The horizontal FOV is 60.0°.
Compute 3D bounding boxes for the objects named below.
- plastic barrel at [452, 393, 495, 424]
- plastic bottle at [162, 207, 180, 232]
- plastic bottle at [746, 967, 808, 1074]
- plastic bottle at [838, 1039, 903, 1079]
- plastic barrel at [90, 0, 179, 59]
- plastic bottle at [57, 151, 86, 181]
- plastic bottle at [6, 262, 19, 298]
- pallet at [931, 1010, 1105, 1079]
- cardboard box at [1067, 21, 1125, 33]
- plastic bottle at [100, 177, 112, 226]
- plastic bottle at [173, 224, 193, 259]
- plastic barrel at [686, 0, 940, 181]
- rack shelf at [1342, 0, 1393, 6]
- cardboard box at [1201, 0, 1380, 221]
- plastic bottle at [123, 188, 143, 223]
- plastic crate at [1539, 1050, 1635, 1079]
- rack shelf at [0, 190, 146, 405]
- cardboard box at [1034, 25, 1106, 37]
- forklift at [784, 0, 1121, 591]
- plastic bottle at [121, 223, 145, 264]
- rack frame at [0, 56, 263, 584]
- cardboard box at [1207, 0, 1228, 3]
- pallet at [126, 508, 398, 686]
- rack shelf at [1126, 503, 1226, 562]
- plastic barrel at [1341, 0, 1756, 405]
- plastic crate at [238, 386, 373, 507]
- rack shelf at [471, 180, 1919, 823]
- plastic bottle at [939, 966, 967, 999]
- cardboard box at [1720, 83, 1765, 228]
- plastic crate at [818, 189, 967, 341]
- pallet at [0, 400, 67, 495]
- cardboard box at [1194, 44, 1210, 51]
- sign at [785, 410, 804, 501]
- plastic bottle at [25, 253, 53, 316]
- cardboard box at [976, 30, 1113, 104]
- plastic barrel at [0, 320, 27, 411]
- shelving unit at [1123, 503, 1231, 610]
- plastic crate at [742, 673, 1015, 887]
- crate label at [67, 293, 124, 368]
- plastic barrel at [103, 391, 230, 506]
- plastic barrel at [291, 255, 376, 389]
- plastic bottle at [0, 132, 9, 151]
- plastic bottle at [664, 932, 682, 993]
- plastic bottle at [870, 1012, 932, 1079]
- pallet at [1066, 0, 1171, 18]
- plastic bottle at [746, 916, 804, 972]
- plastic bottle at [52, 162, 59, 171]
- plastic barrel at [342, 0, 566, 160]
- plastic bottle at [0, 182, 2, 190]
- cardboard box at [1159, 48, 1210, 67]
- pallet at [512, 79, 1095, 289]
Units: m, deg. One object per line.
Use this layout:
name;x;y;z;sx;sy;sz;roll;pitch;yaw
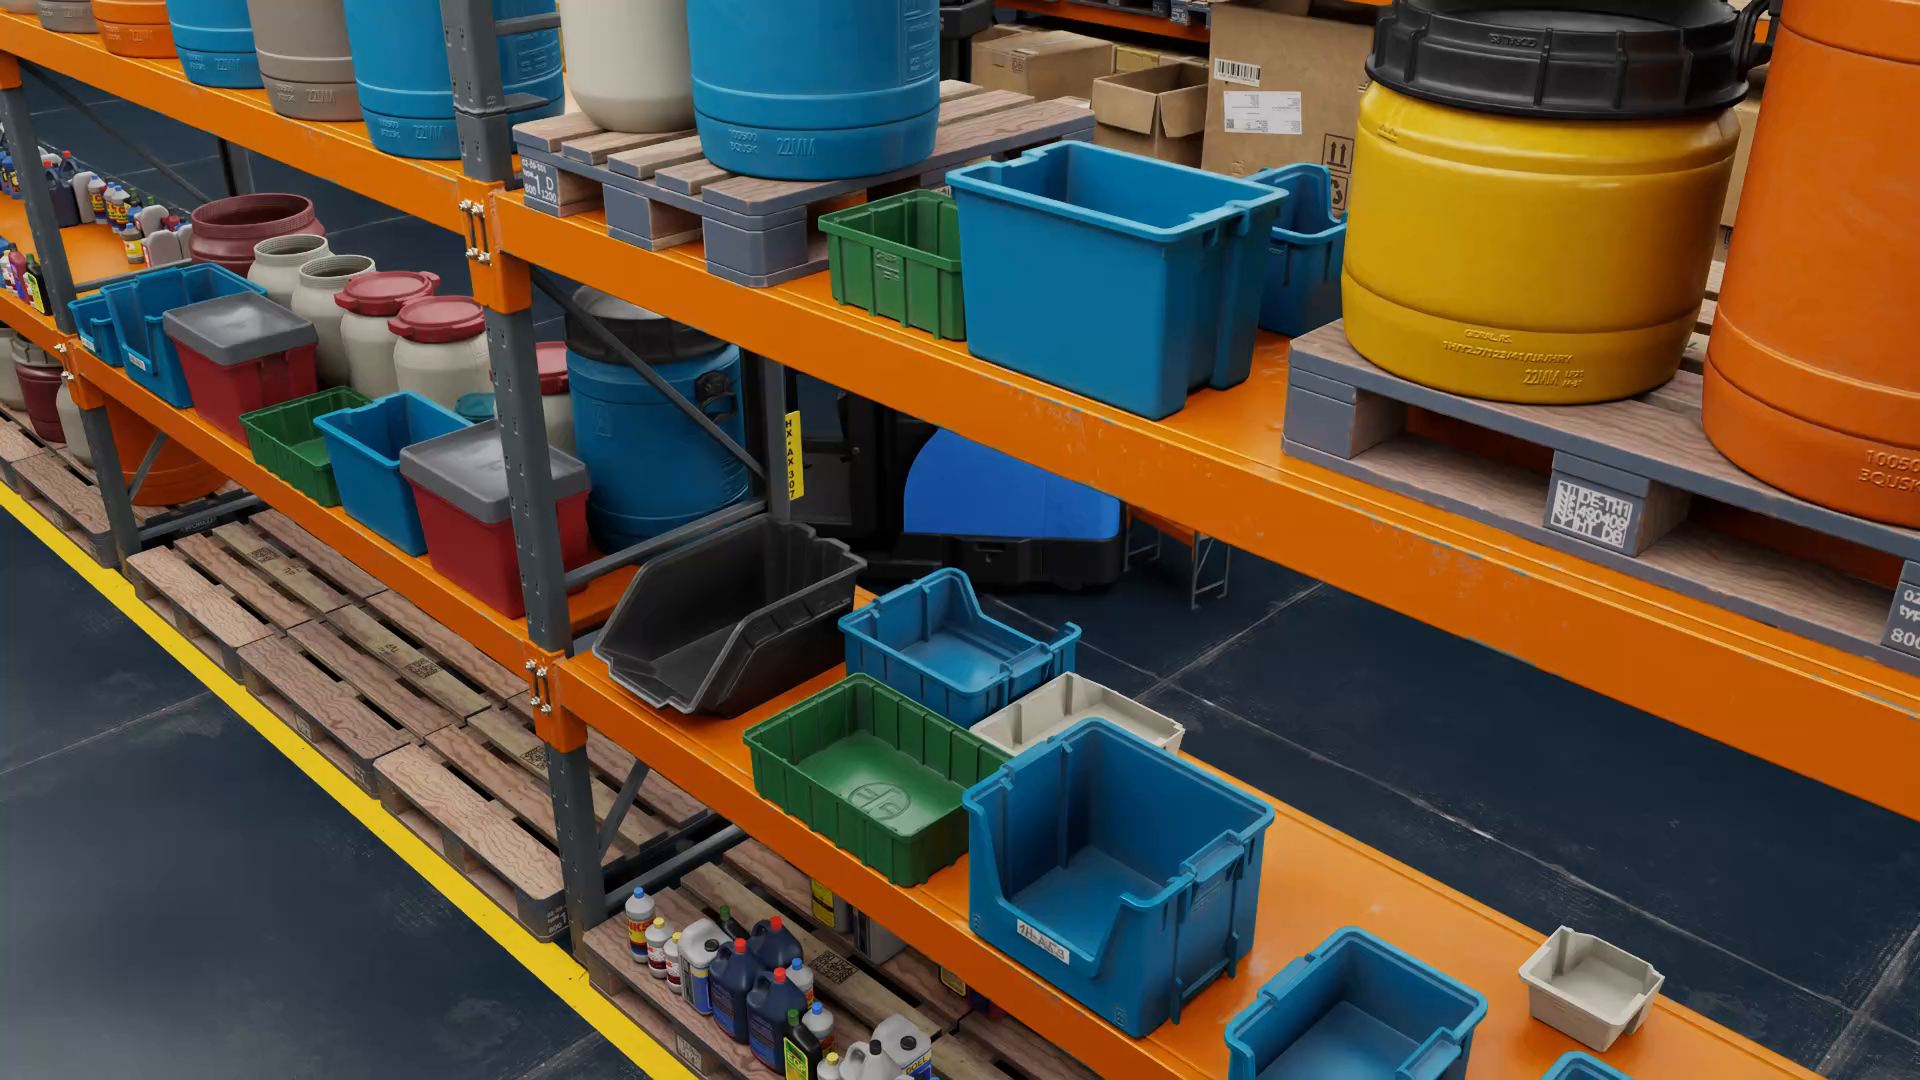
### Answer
plastic barrel;-1.819;-0.407;6.450;0.301;0.262;0.301;0;28;0
plastic bottle;-4.119;-1.610;8.714;0.133;0.283;0.061;25;36;38
plastic bottle;-0.563;1.455;5.133;0.185;0.351;0.144;23;35;36
plastic bottle;-0.260;1.594;4.870;0.185;0.351;0.144;24;36;38
plastic barrel;-2.935;-2.255;6.131;0.708;0.830;0.600;25;36;38
plastic bottle;-5.017;-2.023;9.428;0.185;0.351;0.144;25;36;38
plastic bottle;-4.656;-1.312;8.236;0.097;0.201;0.097;0;28;0
pallet;0.341;1.880;4.948;1.213;0.211;1.003;25;36;38
cardboard box;1.400;-4.933;16.337;0.500;0.250;0.500;-23;36;-37
plastic bottle;-4.709;-1.880;9.227;0.133;0.283;0.061;25;36;38
plastic bottle;-3.917;-1.484;8.483;0.135;0.276;0.152;25;36;38
plastic barrel;-0.348;-1.360;3.901;0.708;0.901;0.600;25;36;38
rack shelf;1.064;-3.291;9.336;4.000;0.370;1.077;25;36;38
cardboard box;2.022;-2.386;8.969;1.000;1.000;1.000;25;37;39
plastic bottle;-4.475;-1.772;9.023;0.133;0.283;0.061;25;36;38
plastic crate;1.303;1.322;3.173;0.616;0.251;0.499;25;36;38
rack shelf;-5.261;-1.625;9.390;4.000;0.370;1.077;25;36;38
cardboard box;1.058;-4.762;16.012;0.500;0.250;0.500;-24;36;-38
forklift;-0.685;-1.314;8.100;3.031;2.935;1.130;2;28;4
plastic bottle;-4.321;-1.555;8.697;0.097;0.201;0.097;0;28;0
rack frame;-3.835;-1.291;7.981;0.127;3.000;1.000;25;36;38
cardboard box;2.337;-4.712;14.307;0.250;0.149;0.380;24;36;38
pallet;-3.310;0.209;8.125;1.213;0.211;1.003;25;36;38
rack shelf;1.073;-0.082;8.189;0.258;0.148;0.480;-19;33;-32
plastic barrel;0.968;-0.607;2.805;0.600;0.588;0.600;0;28;0
plastic crate;-2.422;-0.366;6.451;0.662;0.188;0.450;25;36;38
rack shelf;0.444;-0.342;3.727;4.000;0.370;1.077;25;36;38
plastic bottle;-0.008;1.347;5.411;0.133;0.283;0.061;25;36;38
cardboard box;3.346;-1.690;7.240;0.500;0.500;0.500;25;36;38
plastic crate;-0.048;-0.614;3.699;0.450;0.188;0.336;25;36;38
pallet;-5.292;-0.698;9.850;1.213;0.211;1.003;25;36;38
cardboard box;2.504;-4.430;15.380;0.500;0.250;0.500;24;36;38
sign;-0.589;-0.287;5.775;0.005;0.325;0.100;25;36;38
plastic bottle;-4.422;-1.229;7.990;0.133;0.283;0.061;25;36;38
cardboard box;0.519;-2.852;10.393;0.700;0.500;0.500;-19;33;-32
plastic barrel;-5.466;-1.052;9.750;0.421;0.512;0.421;0;28;0
shelving unit;1.073;-0.318;8.065;0.258;1.200;0.503;-19;33;-32
plastic crate;-0.212;0.645;4.528;0.662;0.188;0.450;25;36;38
crate label;-3.797;-0.955;7.522;0.416;0.233;0.303;25;36;38
plastic barrel;-4.196;-0.670;8.681;0.708;0.830;0.600;25;36;38
plastic barrel;-2.651;-0.938;7.190;0.421;0.512;0.421;0;28;0
plastic bottle;-5.670;-2.322;9.996;0.185;0.351;0.144;25;36;38
plastic bottle;-0.918;1.374;5.447;0.097;0.201;0.097;0;28;0
plastic bottle;-0.174;1.569;4.996;0.135;0.276;0.152;25;36;38
pallet;1.747;-5.095;15.422;1.213;0.211;1.003;25;36;38
plastic bottle;-0.597;1.346;5.341;0.185;0.351;0.144;25;36;38
plastic bottle;-5.144;-2.022;9.510;0.097;0.271;0.097;0;28;0
plastic barrel;-1.497;-1.629;4.863;0.708;0.901;0.600;25;36;38
plastic bottle;-5.771;-2.274;9.905;0.185;0.351;0.144;25;36;38
cardboard box;2.148;-4.256;15.050;0.500;0.250;0.500;-25;36;-38
pallet;-0.399;-1.026;4.459;1.003;0.211;1.213;25;36;38
